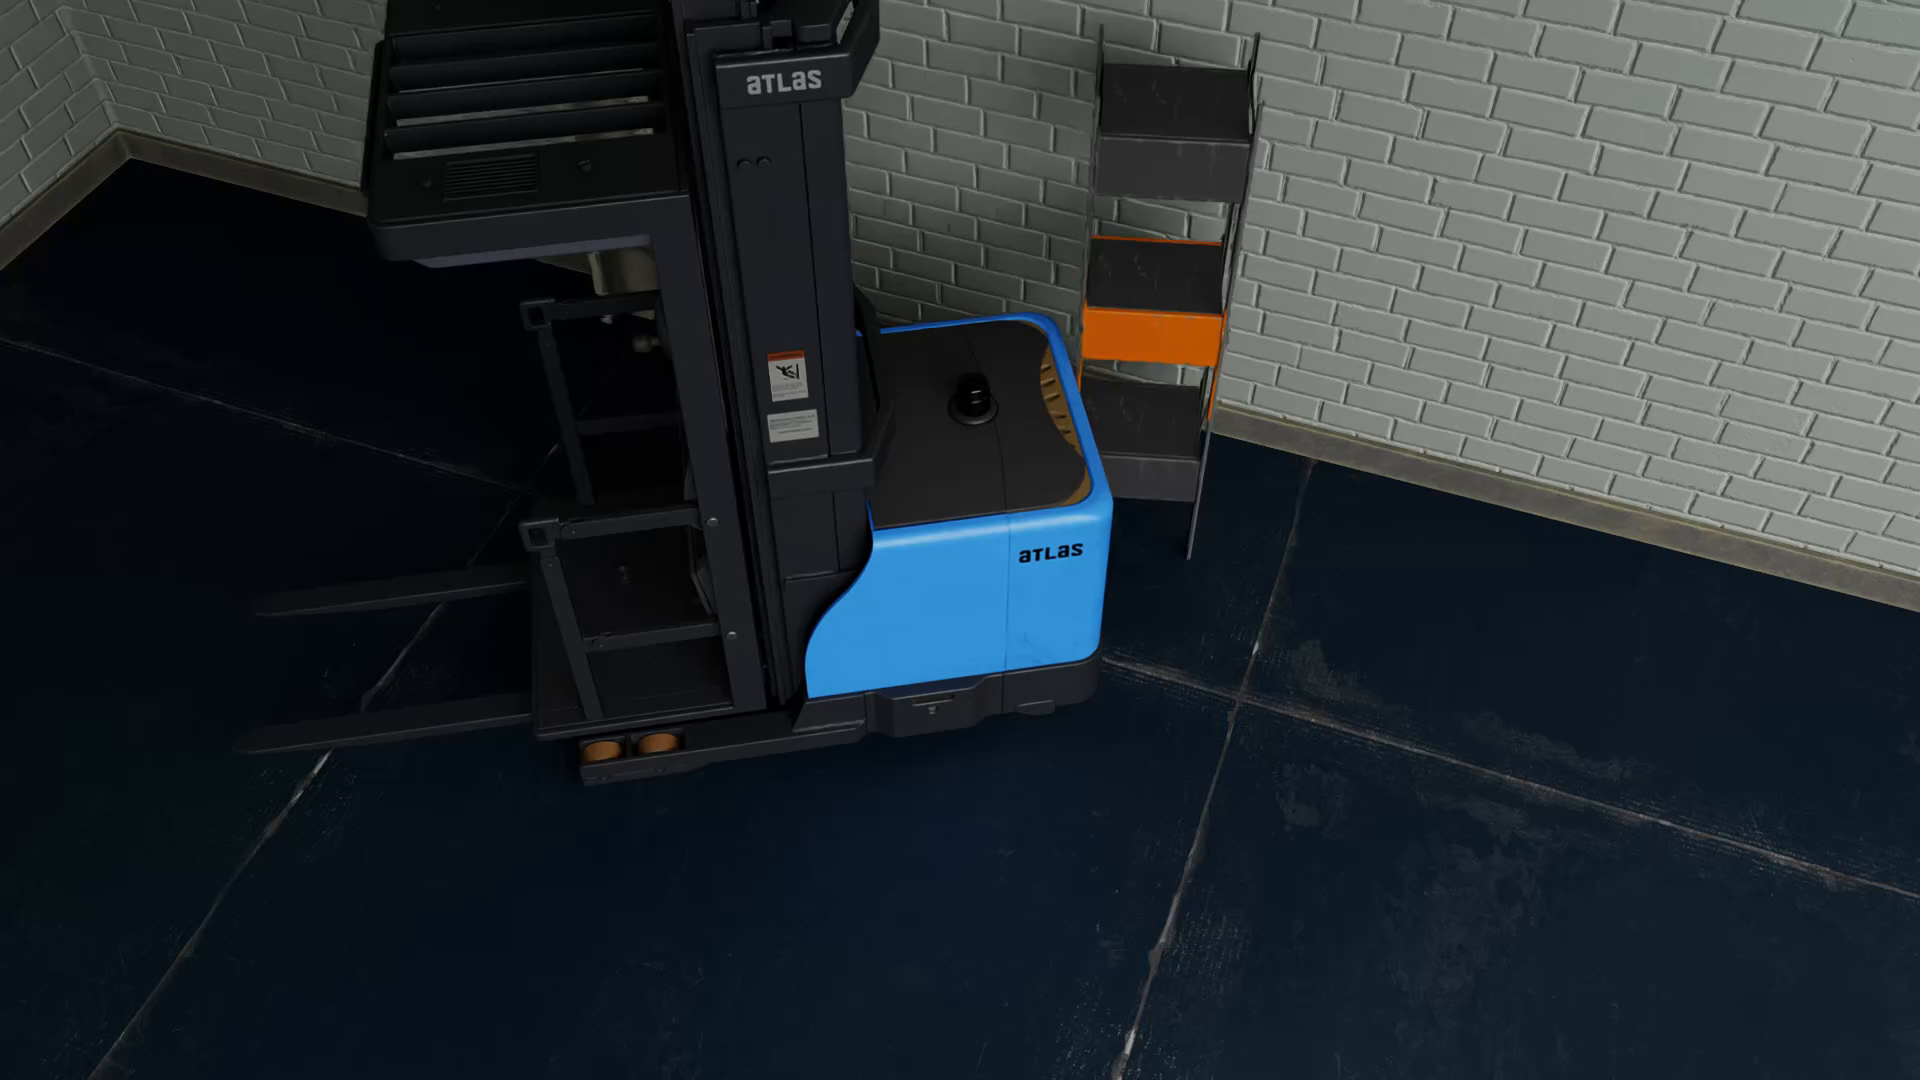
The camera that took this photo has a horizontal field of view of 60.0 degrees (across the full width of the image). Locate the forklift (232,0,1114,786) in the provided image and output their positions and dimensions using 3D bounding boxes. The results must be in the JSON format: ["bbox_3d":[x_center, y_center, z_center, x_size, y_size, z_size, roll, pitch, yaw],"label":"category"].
[{"bbox_3d":[-1.057,-0.533,5.139,3.031,2.935,1.130,-7,49,-6],"label":"forklift"}]

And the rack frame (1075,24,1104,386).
[{"bbox_3d":[0.431,-0.792,5.913,0.015,2.100,0.400,4,49,3],"label":"rack frame"}]

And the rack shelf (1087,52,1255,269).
[{"bbox_3d":[0.674,-1.225,5.380,0.480,0.518,0.431,4,49,3],"label":"rack shelf"}]

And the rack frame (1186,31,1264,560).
[{"bbox_3d":[0.917,-0.759,5.885,0.015,2.100,0.400,4,49,3],"label":"rack frame"}]

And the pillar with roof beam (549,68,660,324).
[{"bbox_3d":[-2.868,-0.935,1.472,0.400,9.000,9.100,16,51,13],"label":"pillar with roof beam"}]

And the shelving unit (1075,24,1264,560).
[{"bbox_3d":[0.674,-0.775,5.899,0.503,2.100,0.431,4,49,3],"label":"shelving unit"}]

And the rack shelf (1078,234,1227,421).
[{"bbox_3d":[0.674,-0.766,5.909,0.480,0.518,0.431,4,49,3],"label":"rack shelf"}]

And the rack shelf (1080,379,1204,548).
[{"bbox_3d":[0.674,-0.308,6.438,0.480,0.518,0.431,4,49,3],"label":"rack shelf"}]
